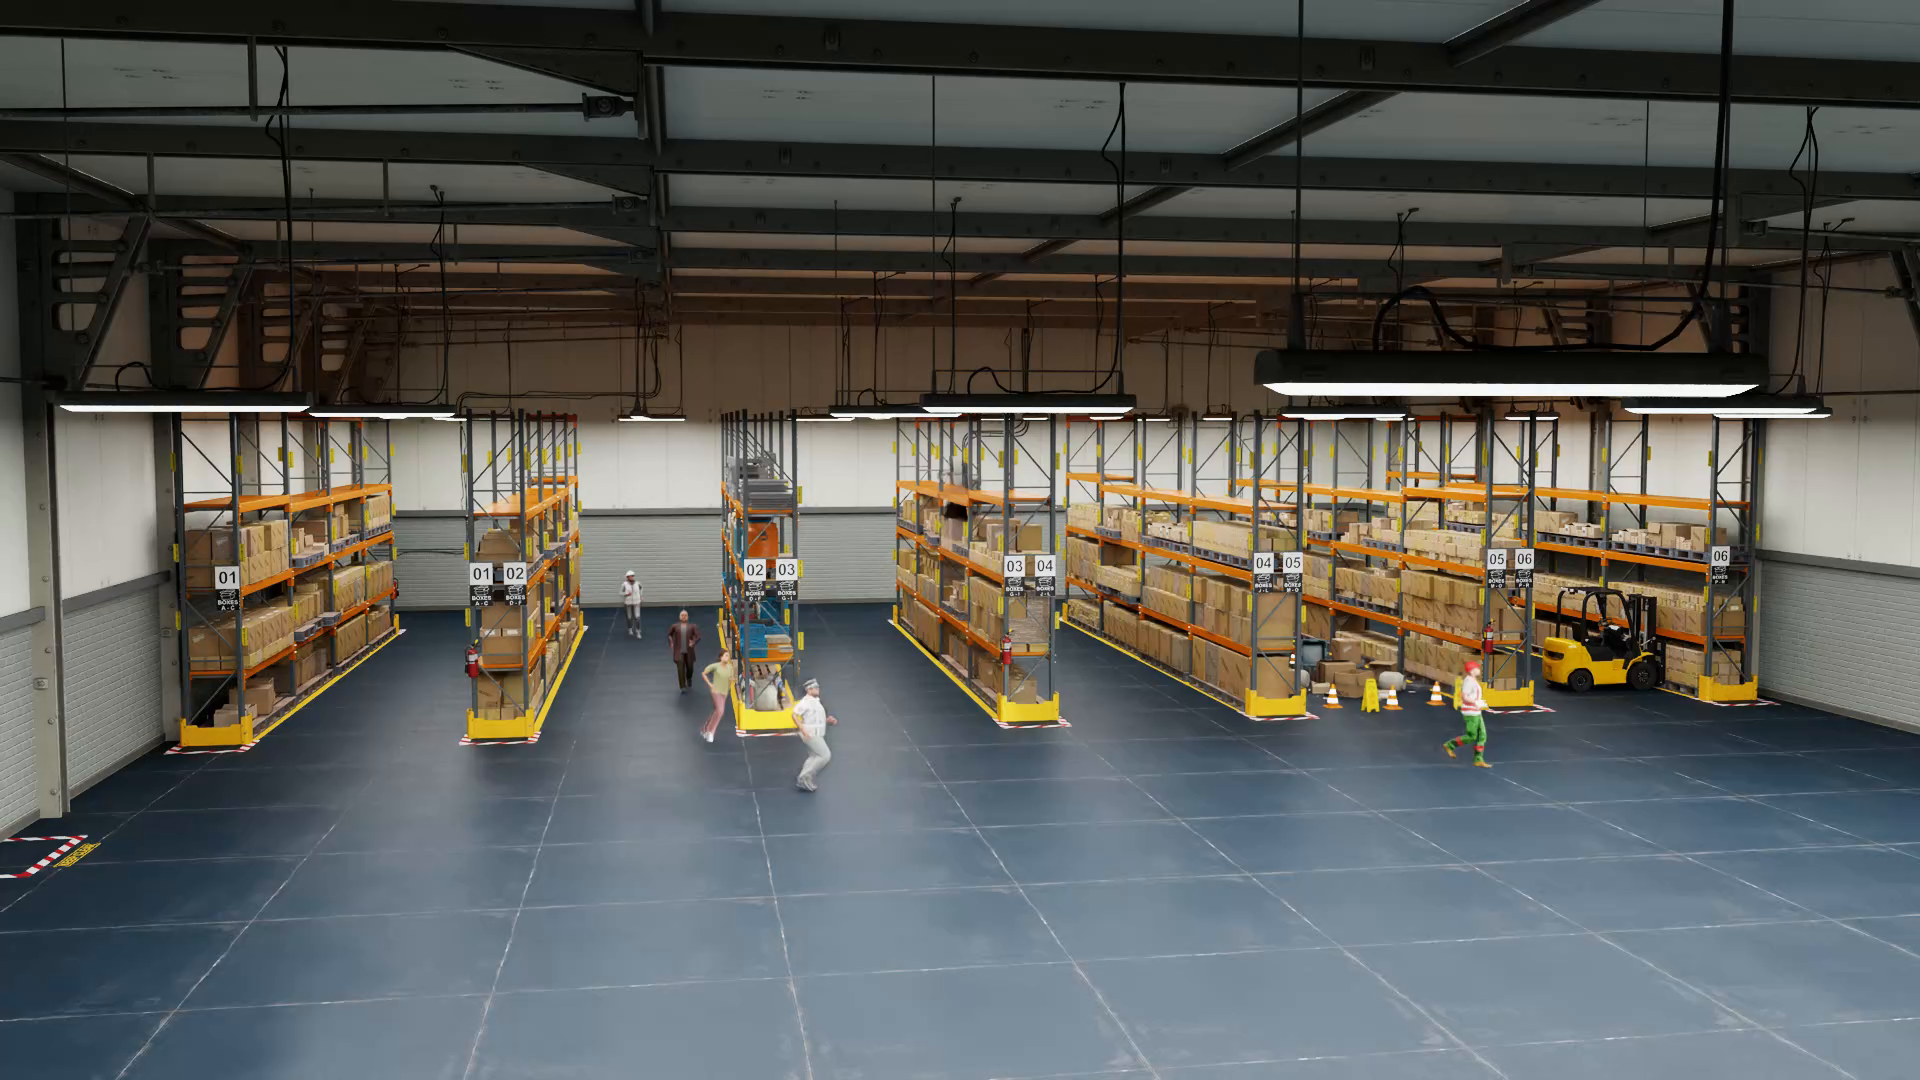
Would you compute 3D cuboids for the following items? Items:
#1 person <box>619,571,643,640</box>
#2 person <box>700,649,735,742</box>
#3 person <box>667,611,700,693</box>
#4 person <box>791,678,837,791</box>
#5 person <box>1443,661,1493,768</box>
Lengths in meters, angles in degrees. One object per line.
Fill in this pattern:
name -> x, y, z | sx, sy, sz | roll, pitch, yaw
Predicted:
person -> -8.780, 1.718, 44.440 | 0.655, 1.807, 0.881 | -1, 4, -16
person -> -4.394, 2.810, 30.256 | 0.653, 1.646, 0.667 | 4, 6, 44
person -> -5.908, 2.377, 35.532 | 0.715, 1.733, 0.813 | -1, 4, -9
person -> -2.246, 3.033, 25.932 | 0.651, 1.748, 0.647 | 1, 4, 9
person -> 8.491, 2.908, 27.773 | 0.816, 1.779, 0.638 | 2, 4, 26
